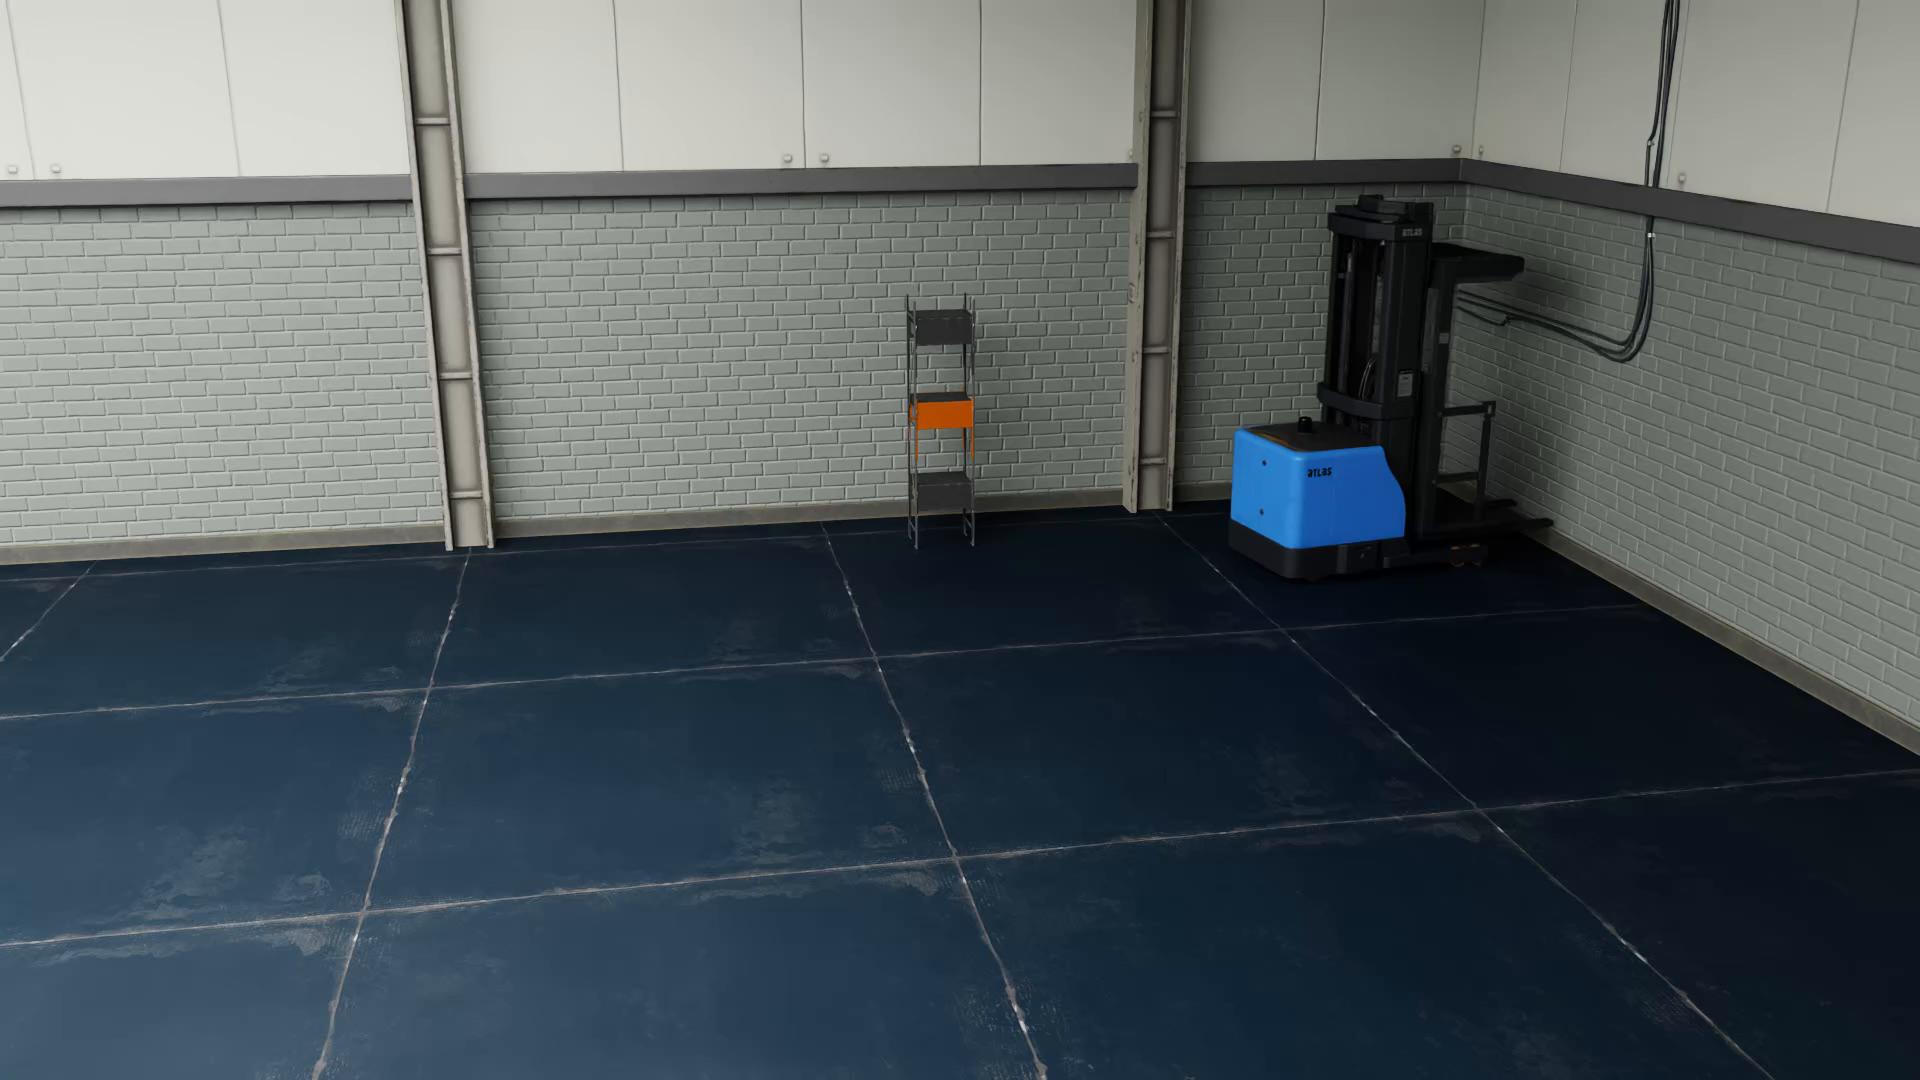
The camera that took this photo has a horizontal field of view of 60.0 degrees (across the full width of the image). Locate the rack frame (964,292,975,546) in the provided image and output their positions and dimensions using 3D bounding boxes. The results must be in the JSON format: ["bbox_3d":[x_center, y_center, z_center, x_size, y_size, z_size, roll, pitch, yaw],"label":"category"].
[{"bbox_3d":[0.077,-1.008,14.018,0.015,2.100,0.400,-3,17,-10],"label":"rack frame"}]

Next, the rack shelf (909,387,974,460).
[{"bbox_3d":[-0.162,-0.981,13.977,0.480,0.518,0.431,-3,17,-10],"label":"rack shelf"}]

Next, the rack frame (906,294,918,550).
[{"bbox_3d":[-0.402,-0.981,13.929,0.015,2.100,0.400,-3,17,-10],"label":"rack frame"}]

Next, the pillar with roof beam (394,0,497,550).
[{"bbox_3d":[-3.353,-3.028,8.845,0.400,9.000,9.100,-3,17,-10],"label":"pillar with roof beam"}]

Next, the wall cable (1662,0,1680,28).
[{"bbox_3d":[5.378,-4.536,10.442,0.112,2.526,3.097,-3,17,-10],"label":"wall cable"}]

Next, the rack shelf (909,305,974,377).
[{"bbox_3d":[-0.162,-1.651,13.772,0.480,0.518,0.431,-3,17,-10],"label":"rack shelf"}]

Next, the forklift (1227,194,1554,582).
[{"bbox_3d":[3.809,-1.319,13.615,3.031,2.935,1.130,-6,18,-20],"label":"forklift"}]

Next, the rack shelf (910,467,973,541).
[{"bbox_3d":[-0.163,-0.312,14.183,0.480,0.518,0.431,-3,17,-10],"label":"rack shelf"}]

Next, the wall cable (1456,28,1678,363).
[{"bbox_3d":[4.864,-2.902,13.722,0.112,2.526,3.097,-3,17,-10],"label":"wall cable"}]

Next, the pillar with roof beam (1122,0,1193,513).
[{"bbox_3d":[2.538,-3.363,9.933,0.400,9.000,9.100,-3,17,-10],"label":"pillar with roof beam"}]

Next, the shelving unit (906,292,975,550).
[{"bbox_3d":[-0.162,-0.995,13.973,0.503,2.100,0.431,-3,17,-10],"label":"shelving unit"}]
